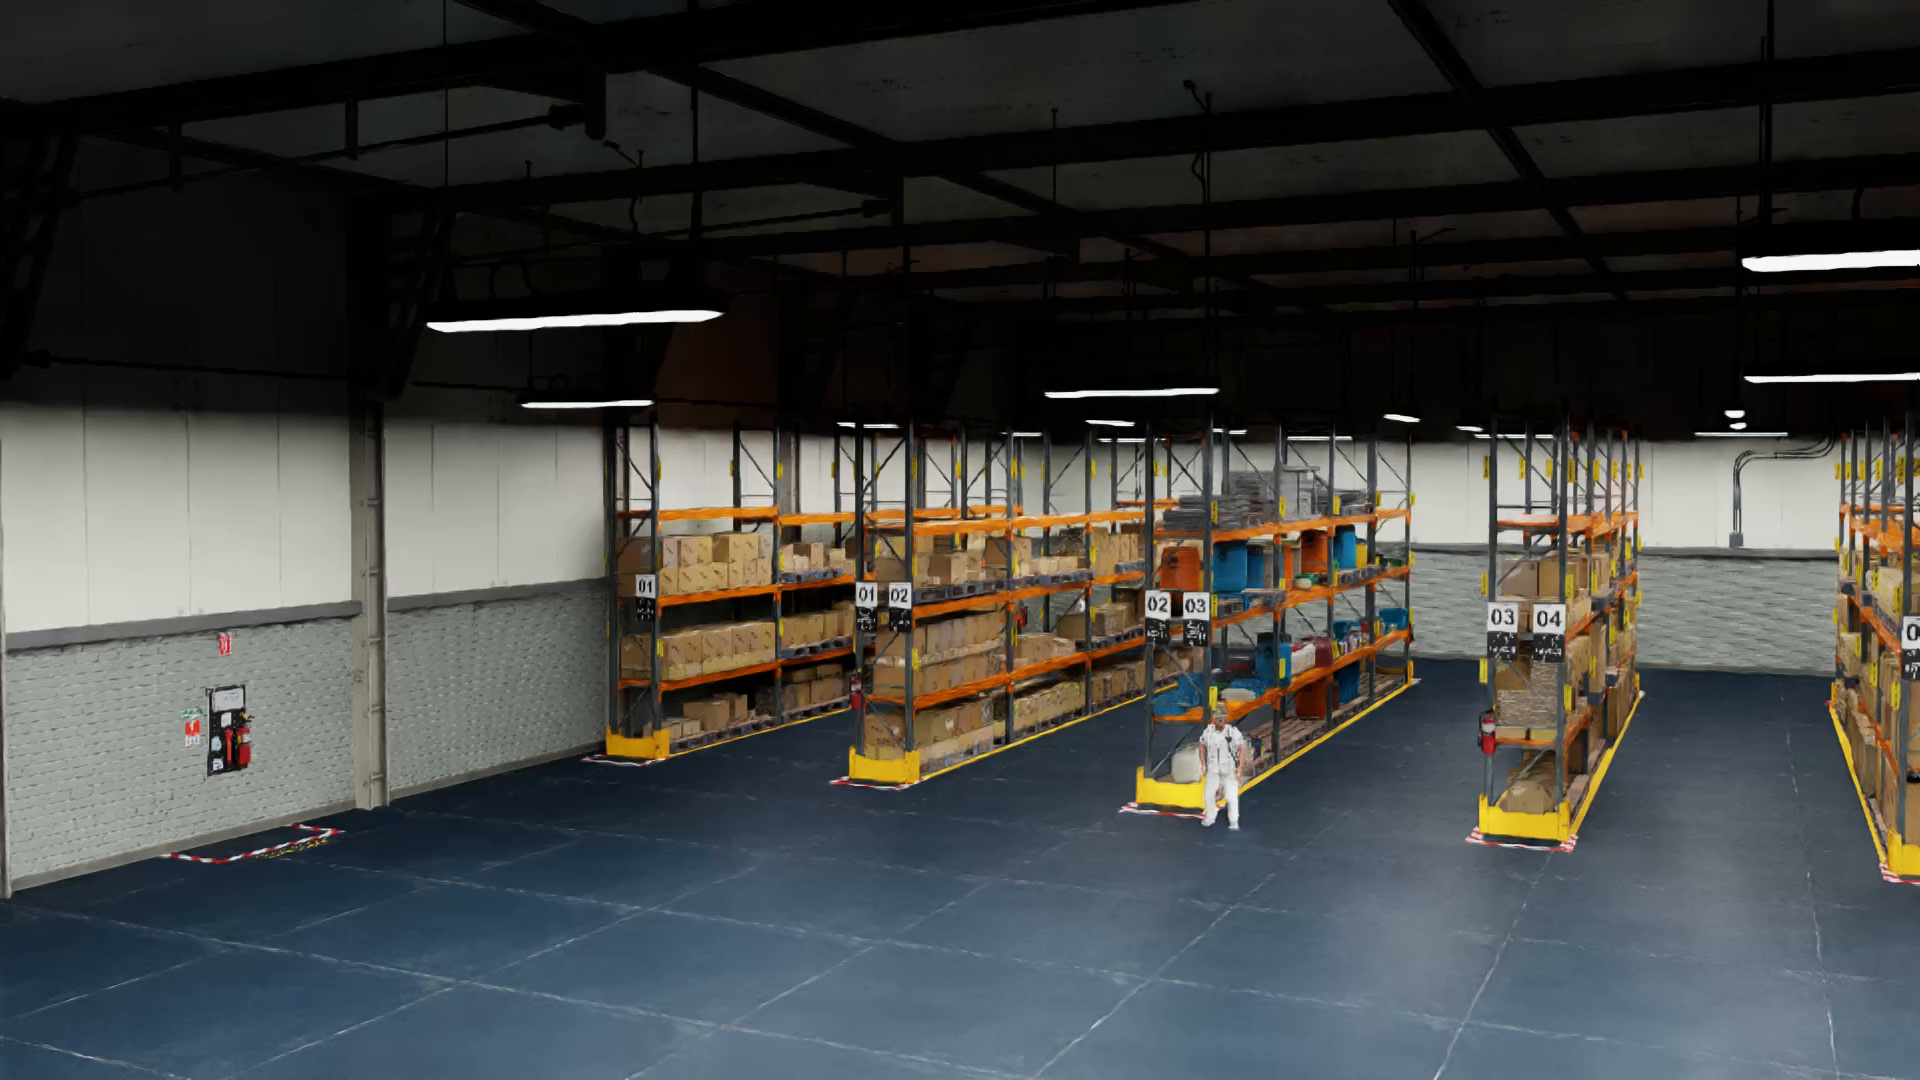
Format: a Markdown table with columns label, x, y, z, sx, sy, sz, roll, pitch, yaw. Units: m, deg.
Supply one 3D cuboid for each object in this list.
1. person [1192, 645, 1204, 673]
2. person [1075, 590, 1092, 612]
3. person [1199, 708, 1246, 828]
| label | x | y | z | sx | sy | sz | roll | pitch | yaw |
| --- | --- | --- | --- | --- | --- | --- | --- | --- | --- |
| person | 5.406 | 2.554 | 37.368 | 0.380 | 1.740 | 0.618 | 0 | 2 | 12 |
| person | 3.289 | 2.219 | 45.089 | 0.697 | 1.789 | 0.474 | -1 | 3 | -25 |
| person | 3.649 | 3.171 | 23.225 | 0.666 | 1.715 | 0.536 | 1 | 3 | 23 |
